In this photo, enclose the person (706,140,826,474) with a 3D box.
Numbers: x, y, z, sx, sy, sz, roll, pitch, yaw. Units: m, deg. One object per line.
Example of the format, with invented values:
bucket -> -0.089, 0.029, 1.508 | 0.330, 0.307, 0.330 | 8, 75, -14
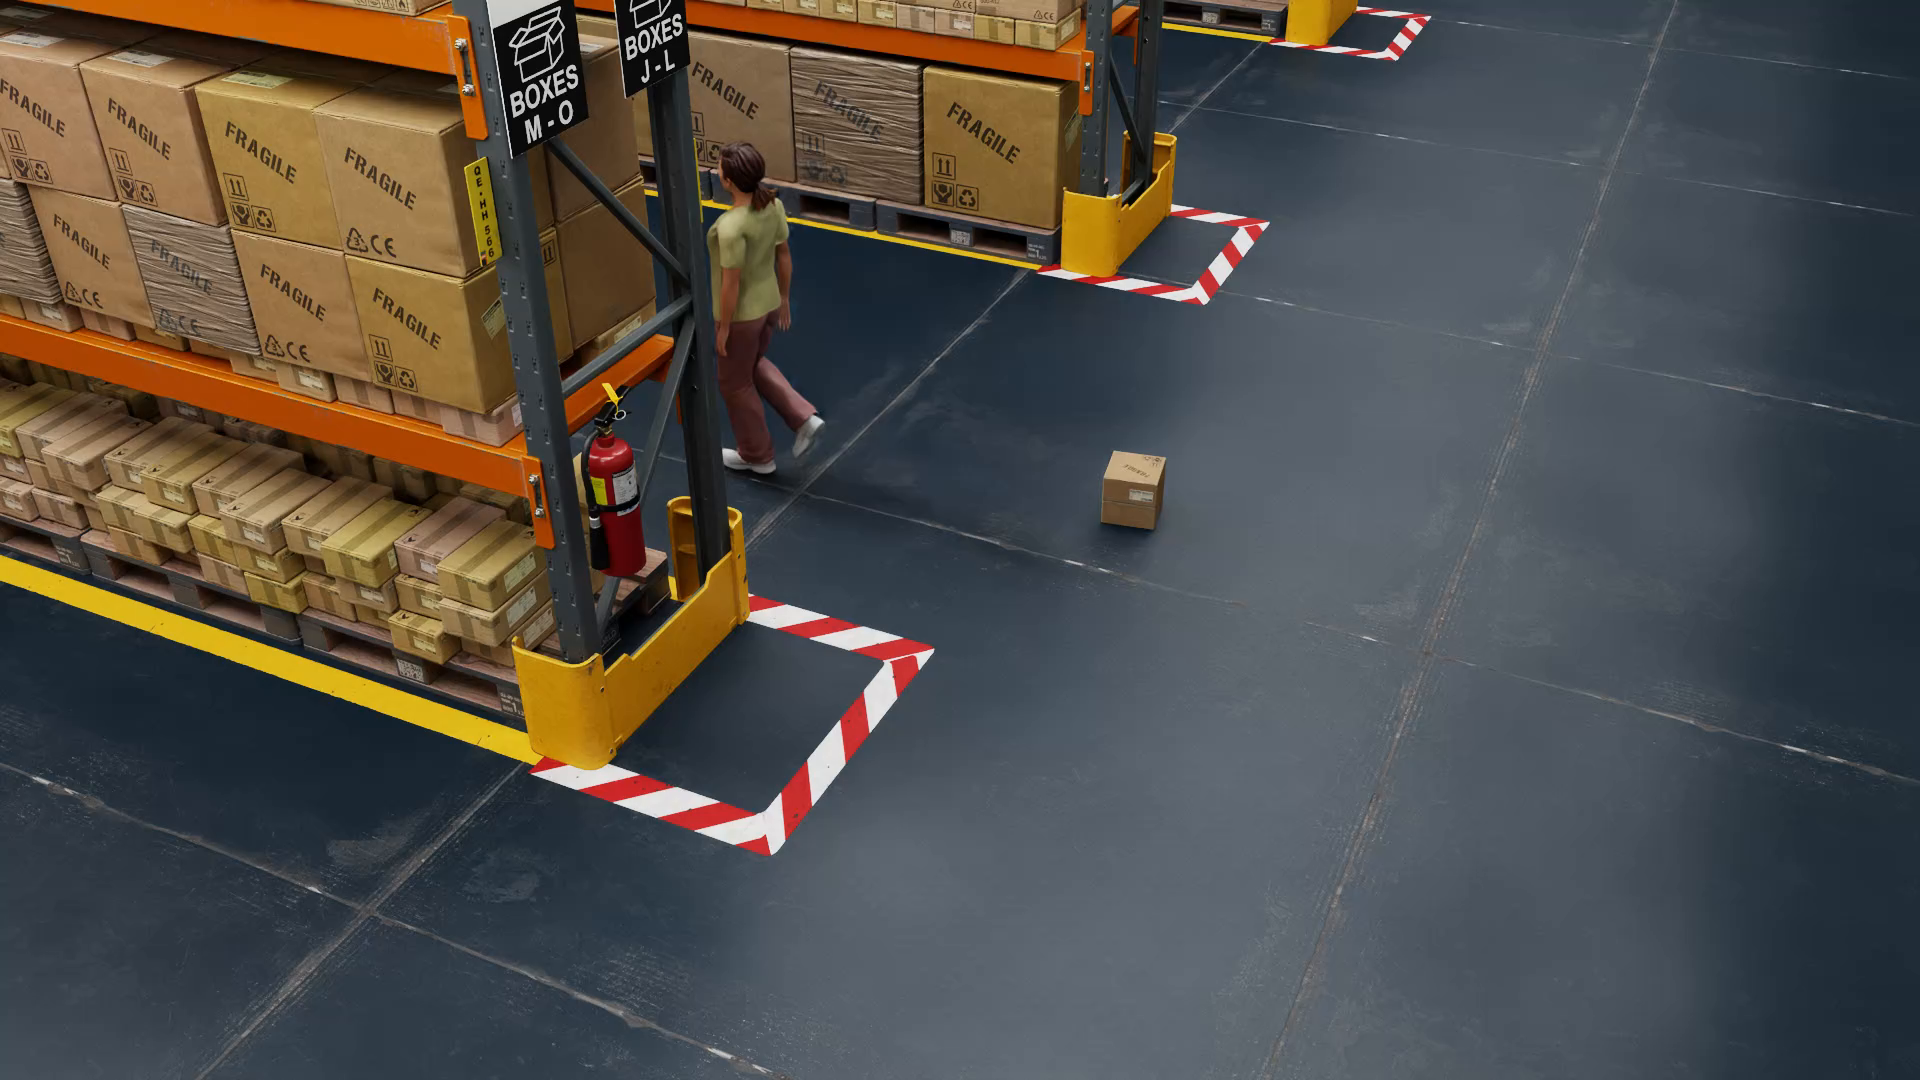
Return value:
person -> -0.933, -1.029, 7.645 | 0.528, 1.650, 0.447 | 16, 37, 22
